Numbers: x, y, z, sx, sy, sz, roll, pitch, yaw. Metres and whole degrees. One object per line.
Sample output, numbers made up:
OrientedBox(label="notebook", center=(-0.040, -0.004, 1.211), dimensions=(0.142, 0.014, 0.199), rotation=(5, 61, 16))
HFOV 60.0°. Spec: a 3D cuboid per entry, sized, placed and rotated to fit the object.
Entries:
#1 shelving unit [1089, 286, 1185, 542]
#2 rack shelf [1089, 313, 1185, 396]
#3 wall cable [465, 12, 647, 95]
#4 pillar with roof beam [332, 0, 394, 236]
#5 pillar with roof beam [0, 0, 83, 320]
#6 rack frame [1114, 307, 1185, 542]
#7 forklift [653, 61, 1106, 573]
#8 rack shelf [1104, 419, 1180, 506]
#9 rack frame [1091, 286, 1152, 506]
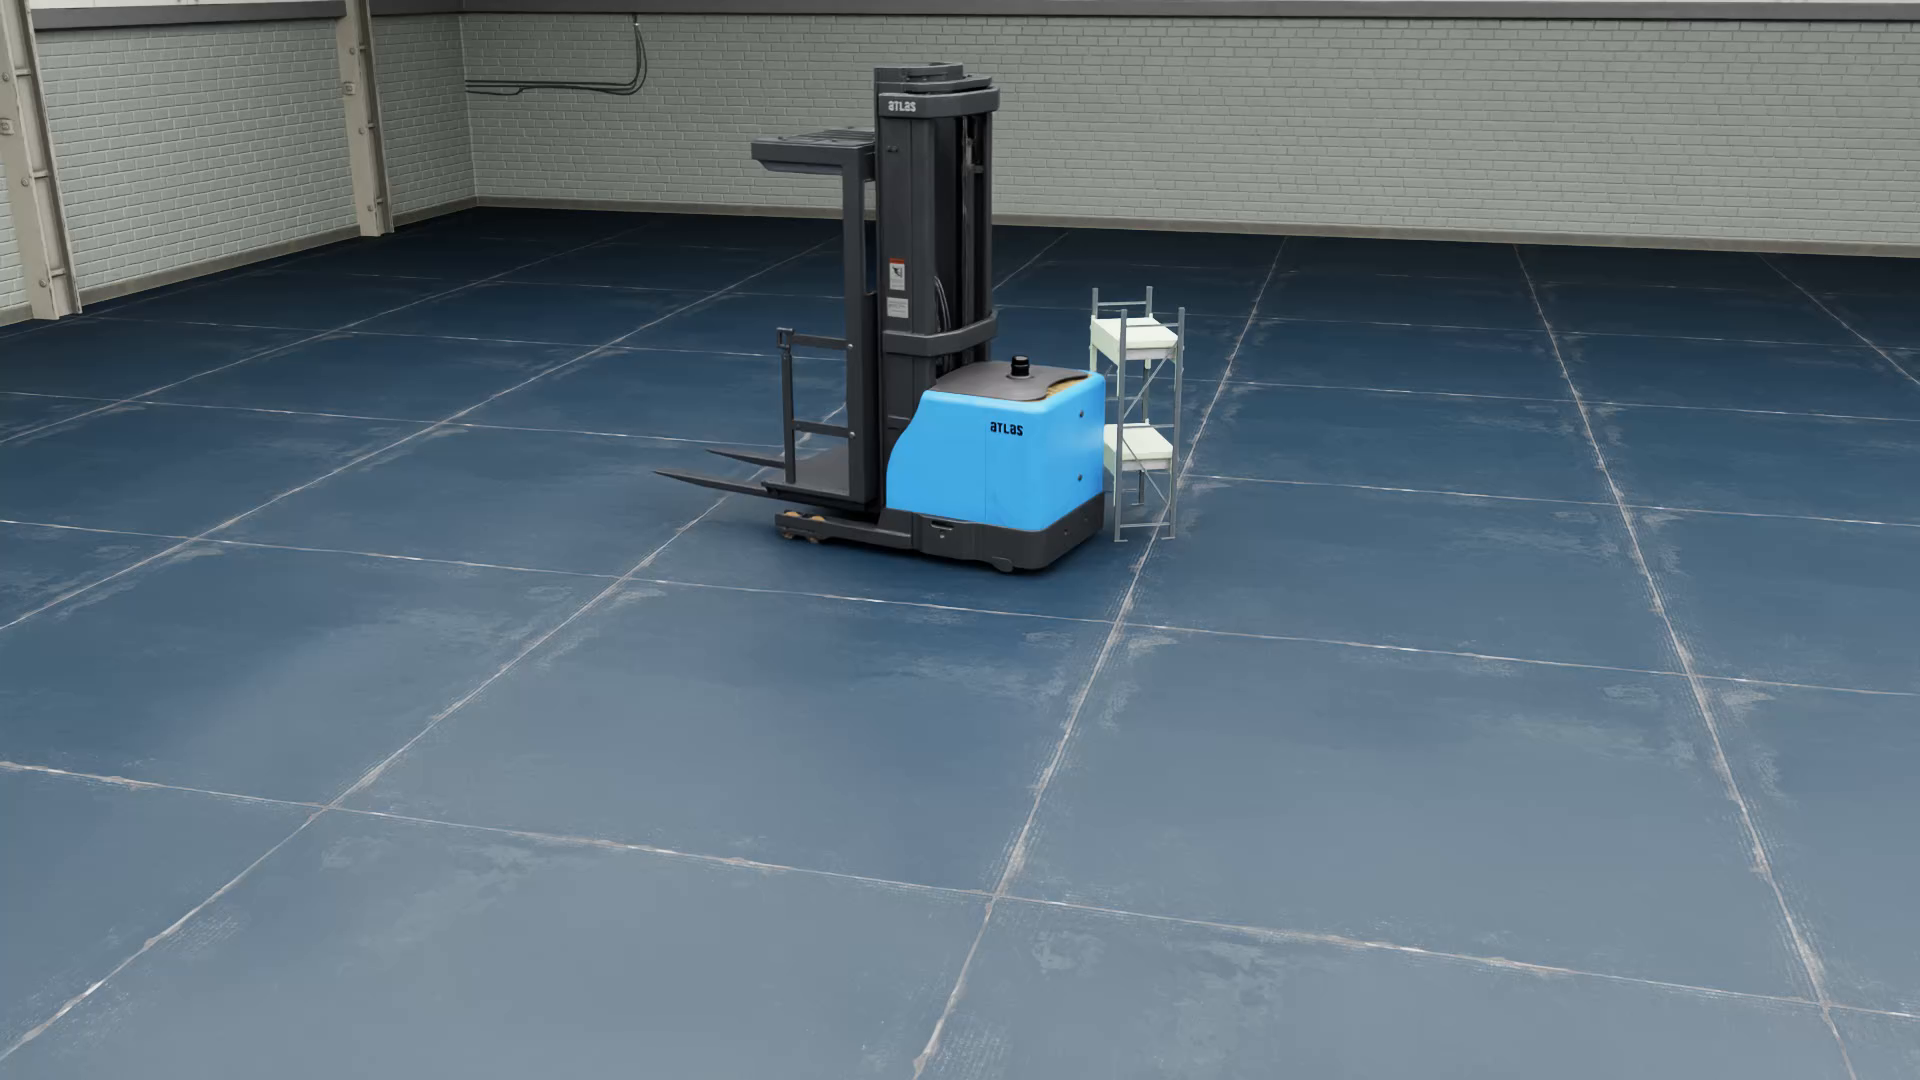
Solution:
OrientedBox(label="shelving unit", center=(1.123, -0.825, 10.782), dimensions=(0.431, 1.500, 0.755), rotation=(-3, 19, -9))
OrientedBox(label="rack shelf", center=(1.123, -1.194, 10.656), dimensions=(0.431, 0.370, 0.720), rotation=(-3, 19, -9))
OrientedBox(label="wall cable", center=(-6.131, -7.877, 24.630), dimensions=(3.097, 2.526, 0.112), rotation=(5, 19, 13))
OrientedBox(label="pillar with roof beam", center=(-3.959, -8.187, 20.735), dimensions=(9.100, 9.000, 0.400), rotation=(5, 19, 13))
OrientedBox(label="pillar with roof beam", center=(-5.425, -6.307, 15.230), dimensions=(9.100, 9.000, 0.400), rotation=(5, 19, 13))
OrientedBox(label="rack frame", center=(1.183, -0.708, 10.441), dimensions=(0.400, 1.500, 0.023), rotation=(-3, 19, -9))
OrientedBox(label="forklift", center=(-0.614, -1.512, 10.580), dimensions=(3.031, 2.935, 1.130), rotation=(10, 21, 27))
OrientedBox(label="rack shelf", center=(1.123, -0.516, 10.888), dimensions=(0.431, 0.370, 0.720), rotation=(-3, 19, -9))
OrientedBox(label="rack frame", center=(1.062, -0.942, 11.124), dimensions=(0.400, 1.500, 0.023), rotation=(-3, 19, -9))
